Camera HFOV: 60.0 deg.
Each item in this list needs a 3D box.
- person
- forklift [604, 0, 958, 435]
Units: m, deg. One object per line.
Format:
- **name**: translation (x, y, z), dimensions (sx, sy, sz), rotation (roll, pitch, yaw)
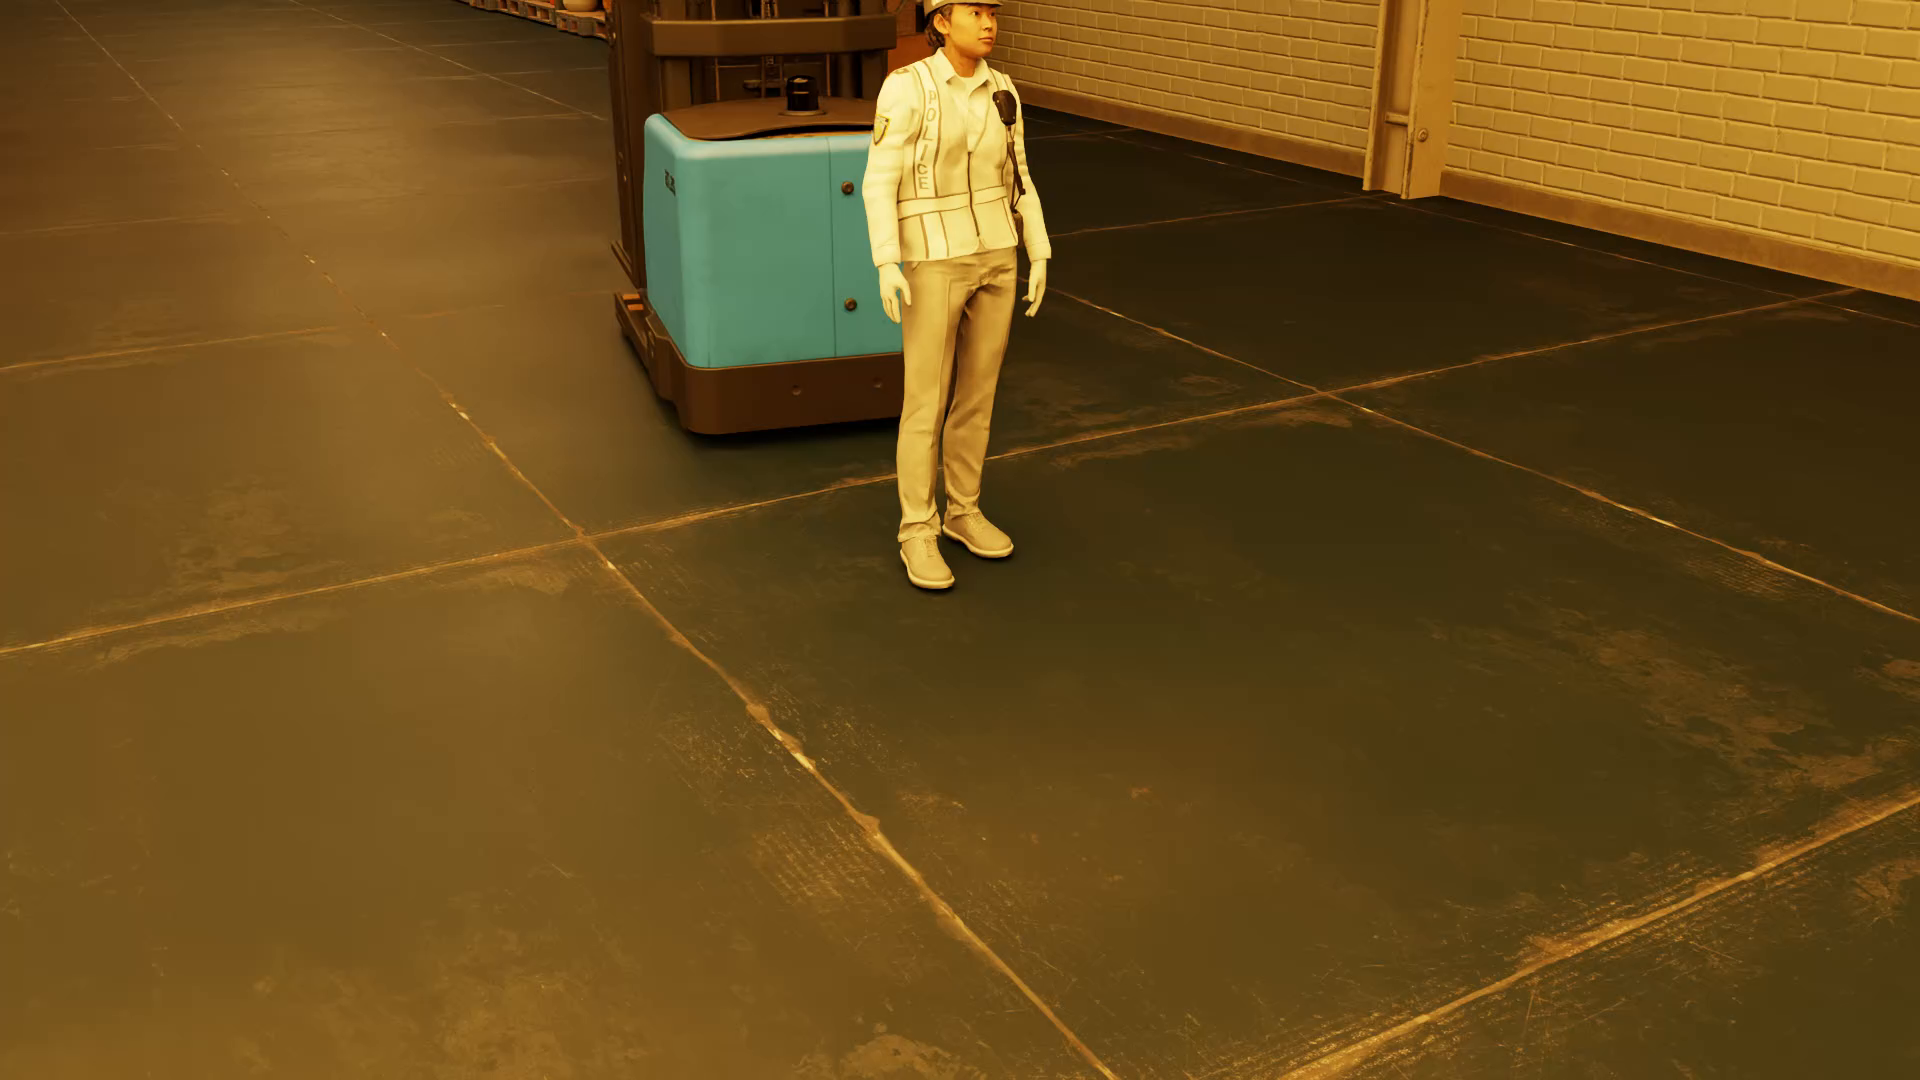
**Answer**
- **person**: translation (0.029, -0.767, 4.752), dimensions (0.586, 1.694, 0.530), rotation (-12, 25, -28)
- **forklift**: translation (-0.903, -2.256, 6.772), dimensions (1.130, 2.935, 3.031), rotation (-7, 23, -17)
